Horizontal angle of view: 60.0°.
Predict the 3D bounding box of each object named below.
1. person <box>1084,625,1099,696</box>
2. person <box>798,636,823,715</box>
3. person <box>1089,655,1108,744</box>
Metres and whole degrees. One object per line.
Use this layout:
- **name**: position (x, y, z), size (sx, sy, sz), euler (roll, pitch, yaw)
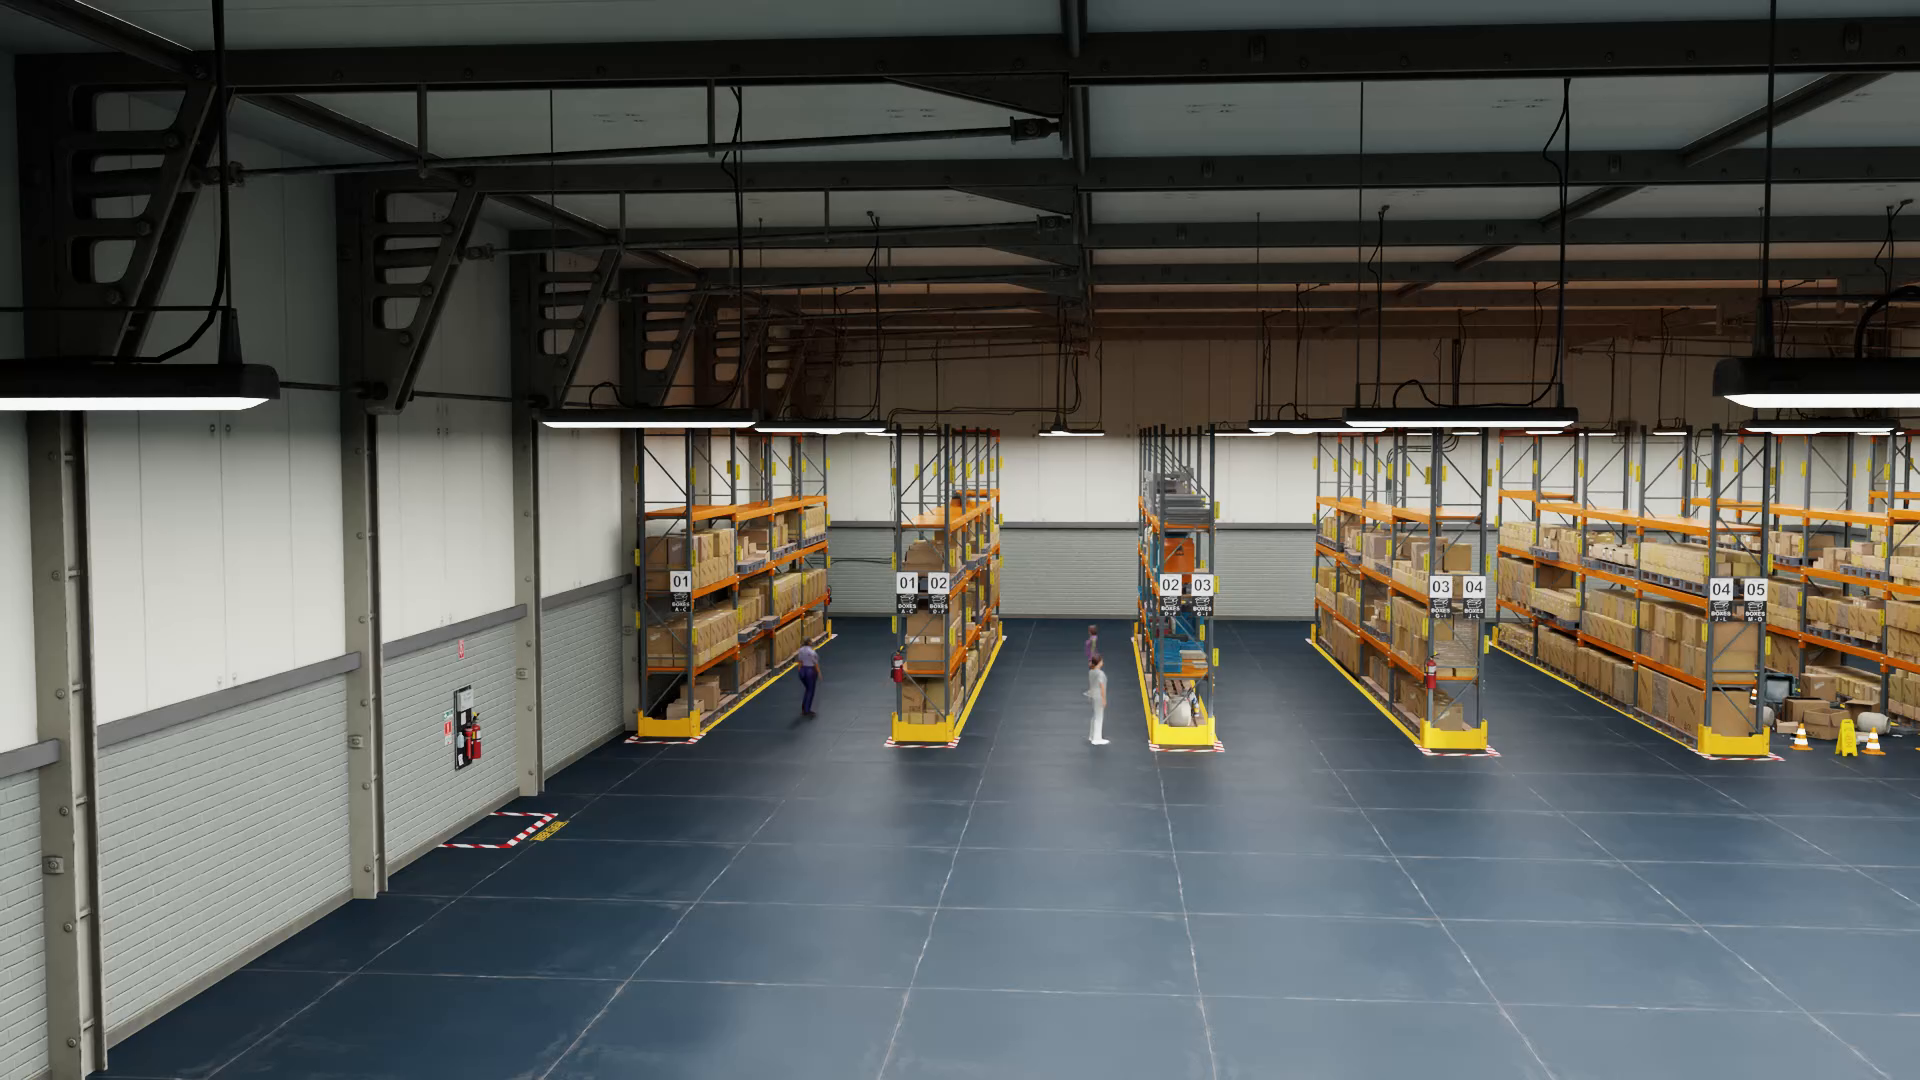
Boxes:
- **person**: position (2.943, 2.669, 36.926), size (0.355, 1.598, 0.503), euler (0, 3, 0)
- **person**: position (-3.095, 2.813, 34.450), size (0.499, 1.677, 0.466), euler (3, 4, 38)
- **person**: position (2.610, 3.007, 31.244), size (0.398, 1.713, 0.504), euler (-2, 4, -24)
